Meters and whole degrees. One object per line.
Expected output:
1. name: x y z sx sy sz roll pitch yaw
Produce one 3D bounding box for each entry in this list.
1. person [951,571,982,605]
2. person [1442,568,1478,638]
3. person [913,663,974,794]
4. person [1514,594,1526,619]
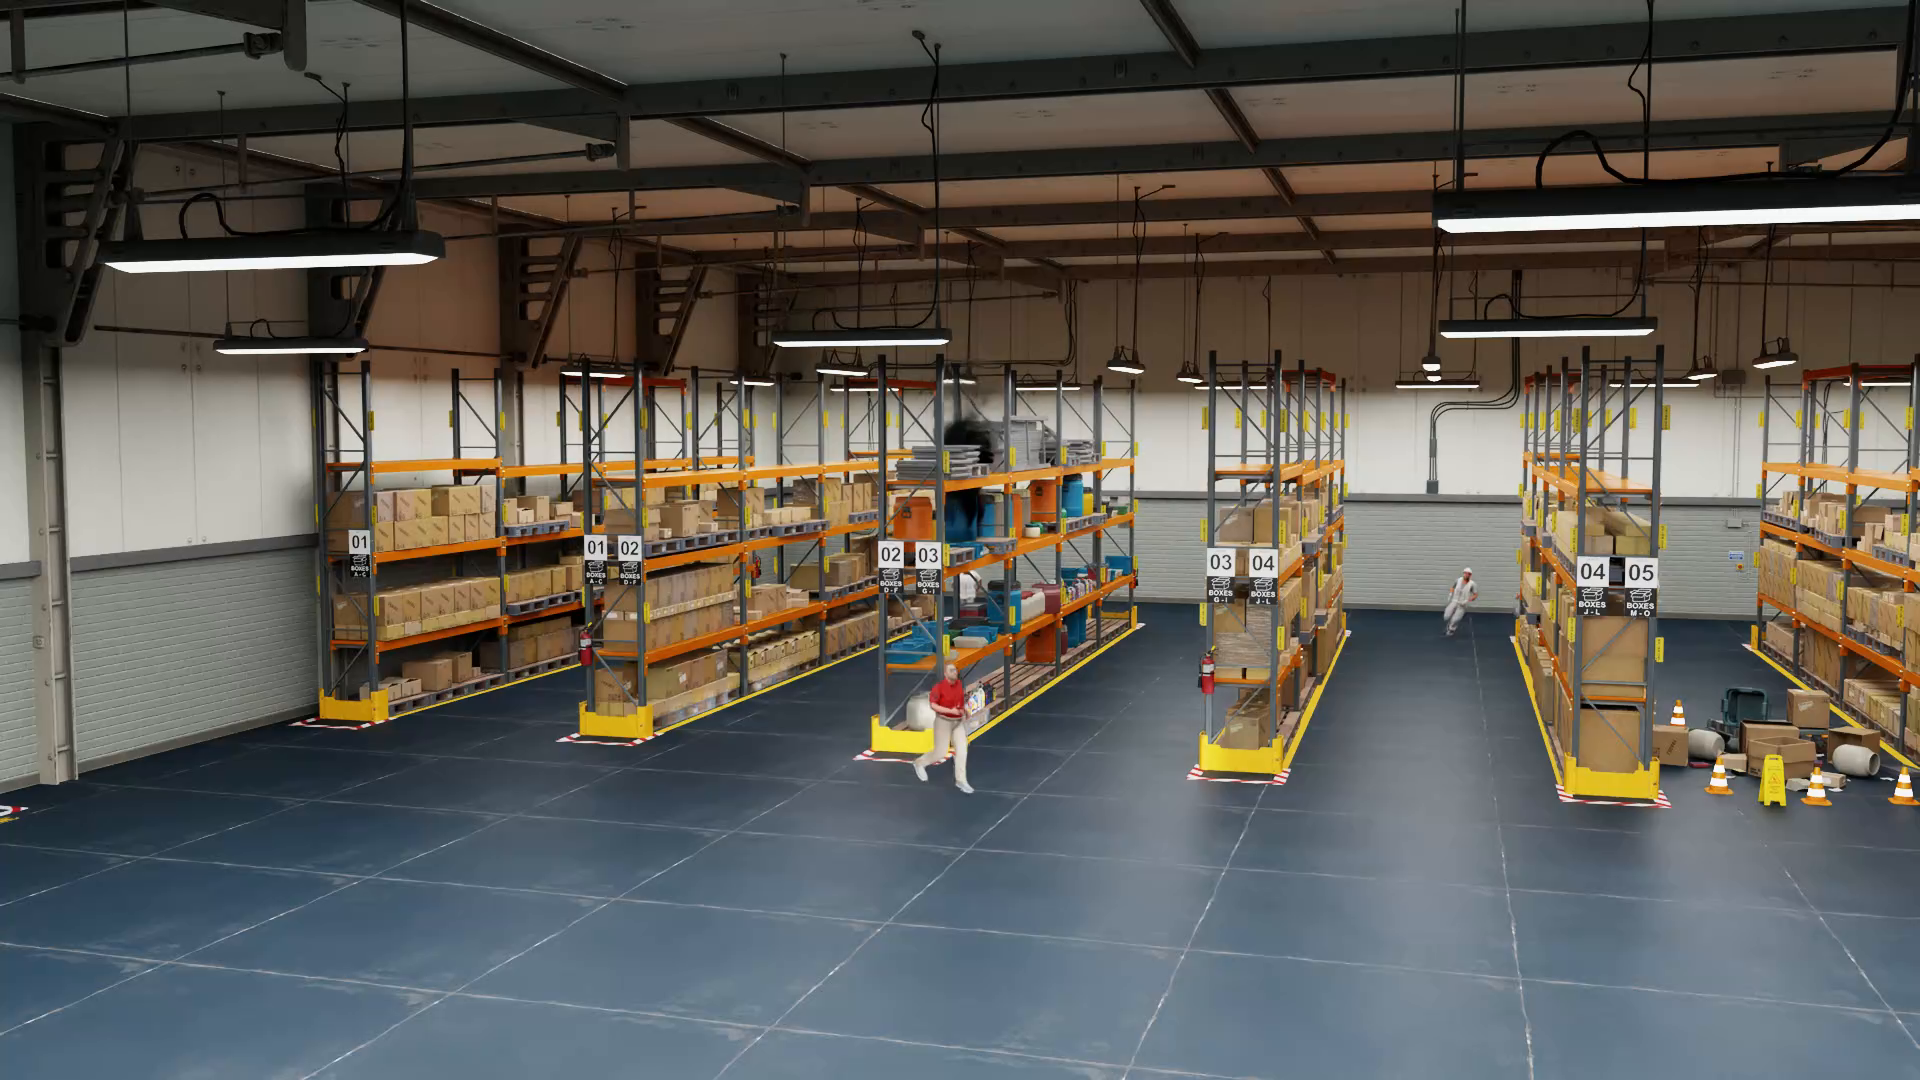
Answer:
1. person: 0.136 1.342 38.503 0.695 1.771 0.962 0 4 4
2. person: 11.416 1.447 38.106 0.825 1.652 0.506 4 6 43
3. person: -0.180 2.531 22.658 0.672 1.742 0.968 -4 6 -43
4. person: 13.212 1.407 38.782 0.524 1.642 0.602 0 4 1
